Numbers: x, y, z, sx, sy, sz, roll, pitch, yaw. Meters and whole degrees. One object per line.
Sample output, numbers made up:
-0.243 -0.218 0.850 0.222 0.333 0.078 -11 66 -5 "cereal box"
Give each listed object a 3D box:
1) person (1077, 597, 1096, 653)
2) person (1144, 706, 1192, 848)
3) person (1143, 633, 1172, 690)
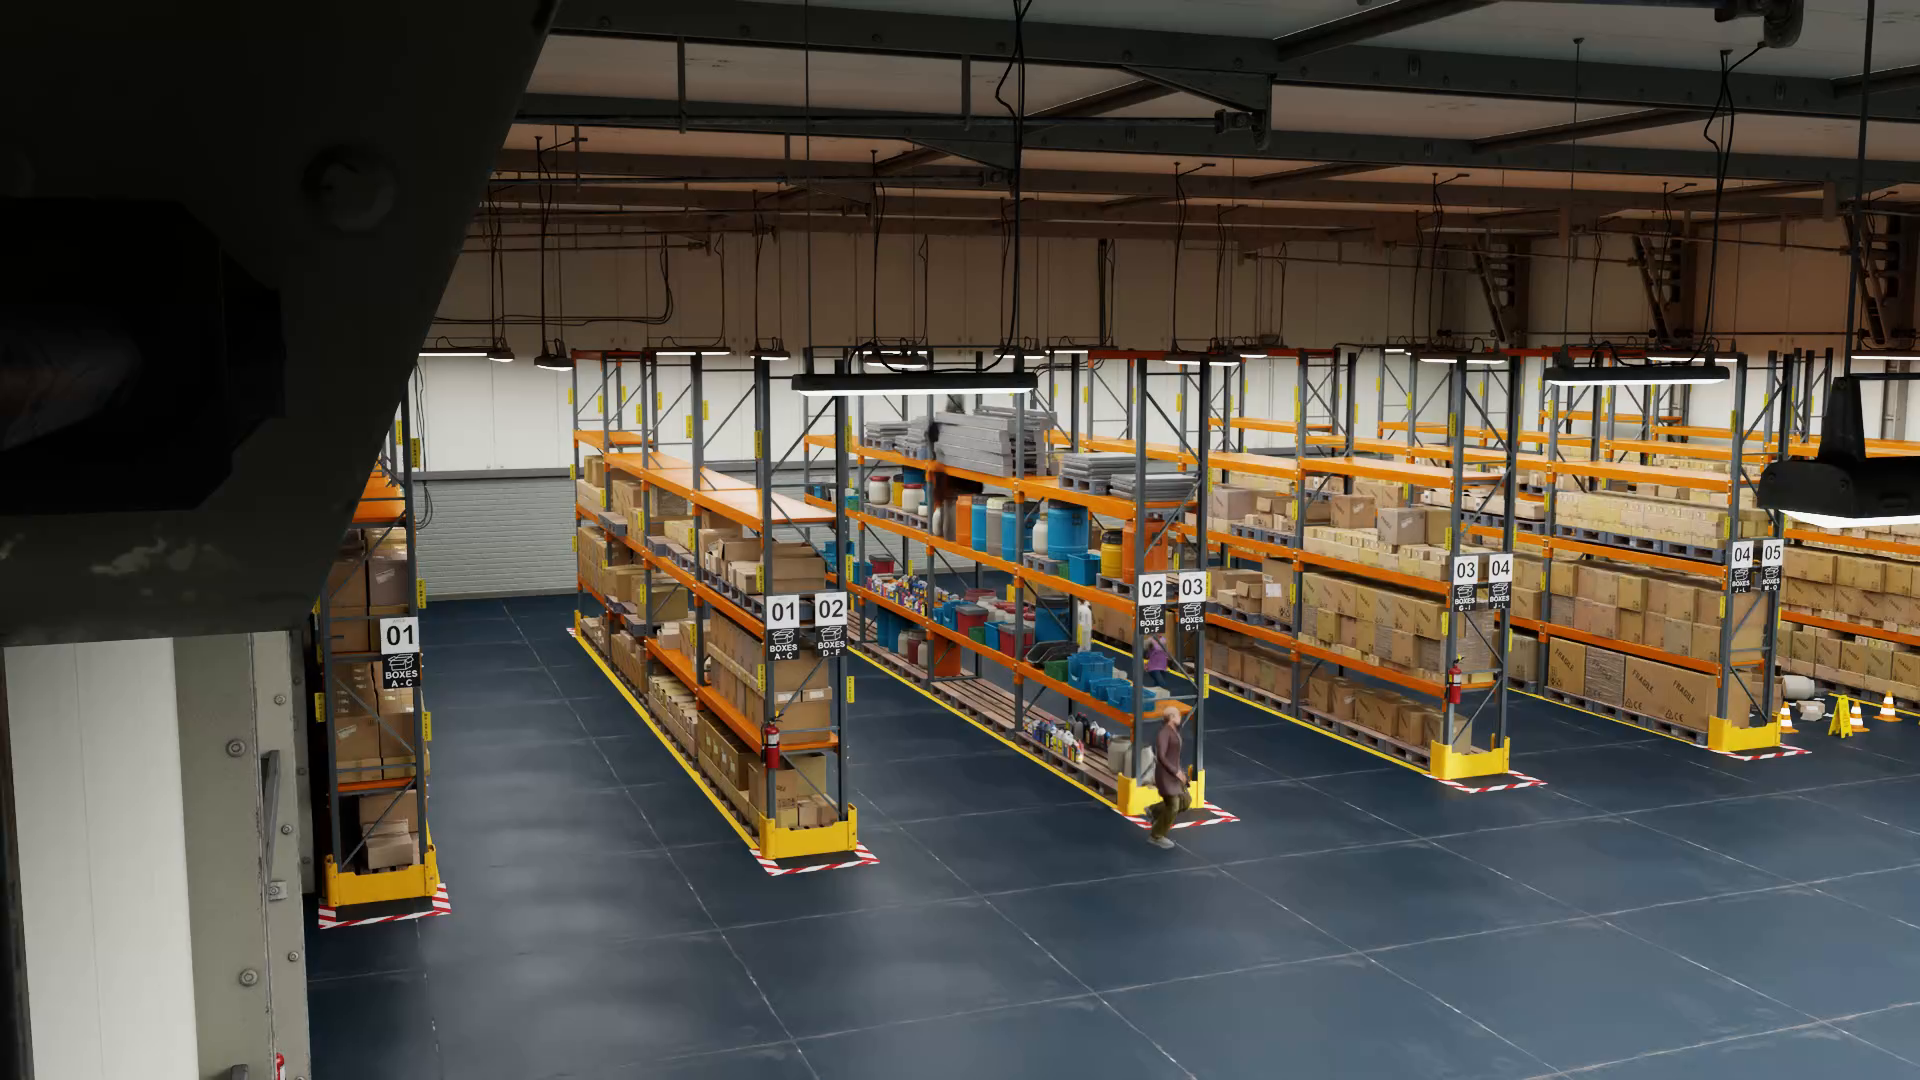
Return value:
2.230 1.686 30.951 0.595 1.622 0.561 -4 8 -29 "person"
2.593 2.919 20.735 0.593 1.706 0.774 3 8 22 "person"
3.235 2.150 27.277 0.505 1.592 0.662 -6 9 -41 "person"
